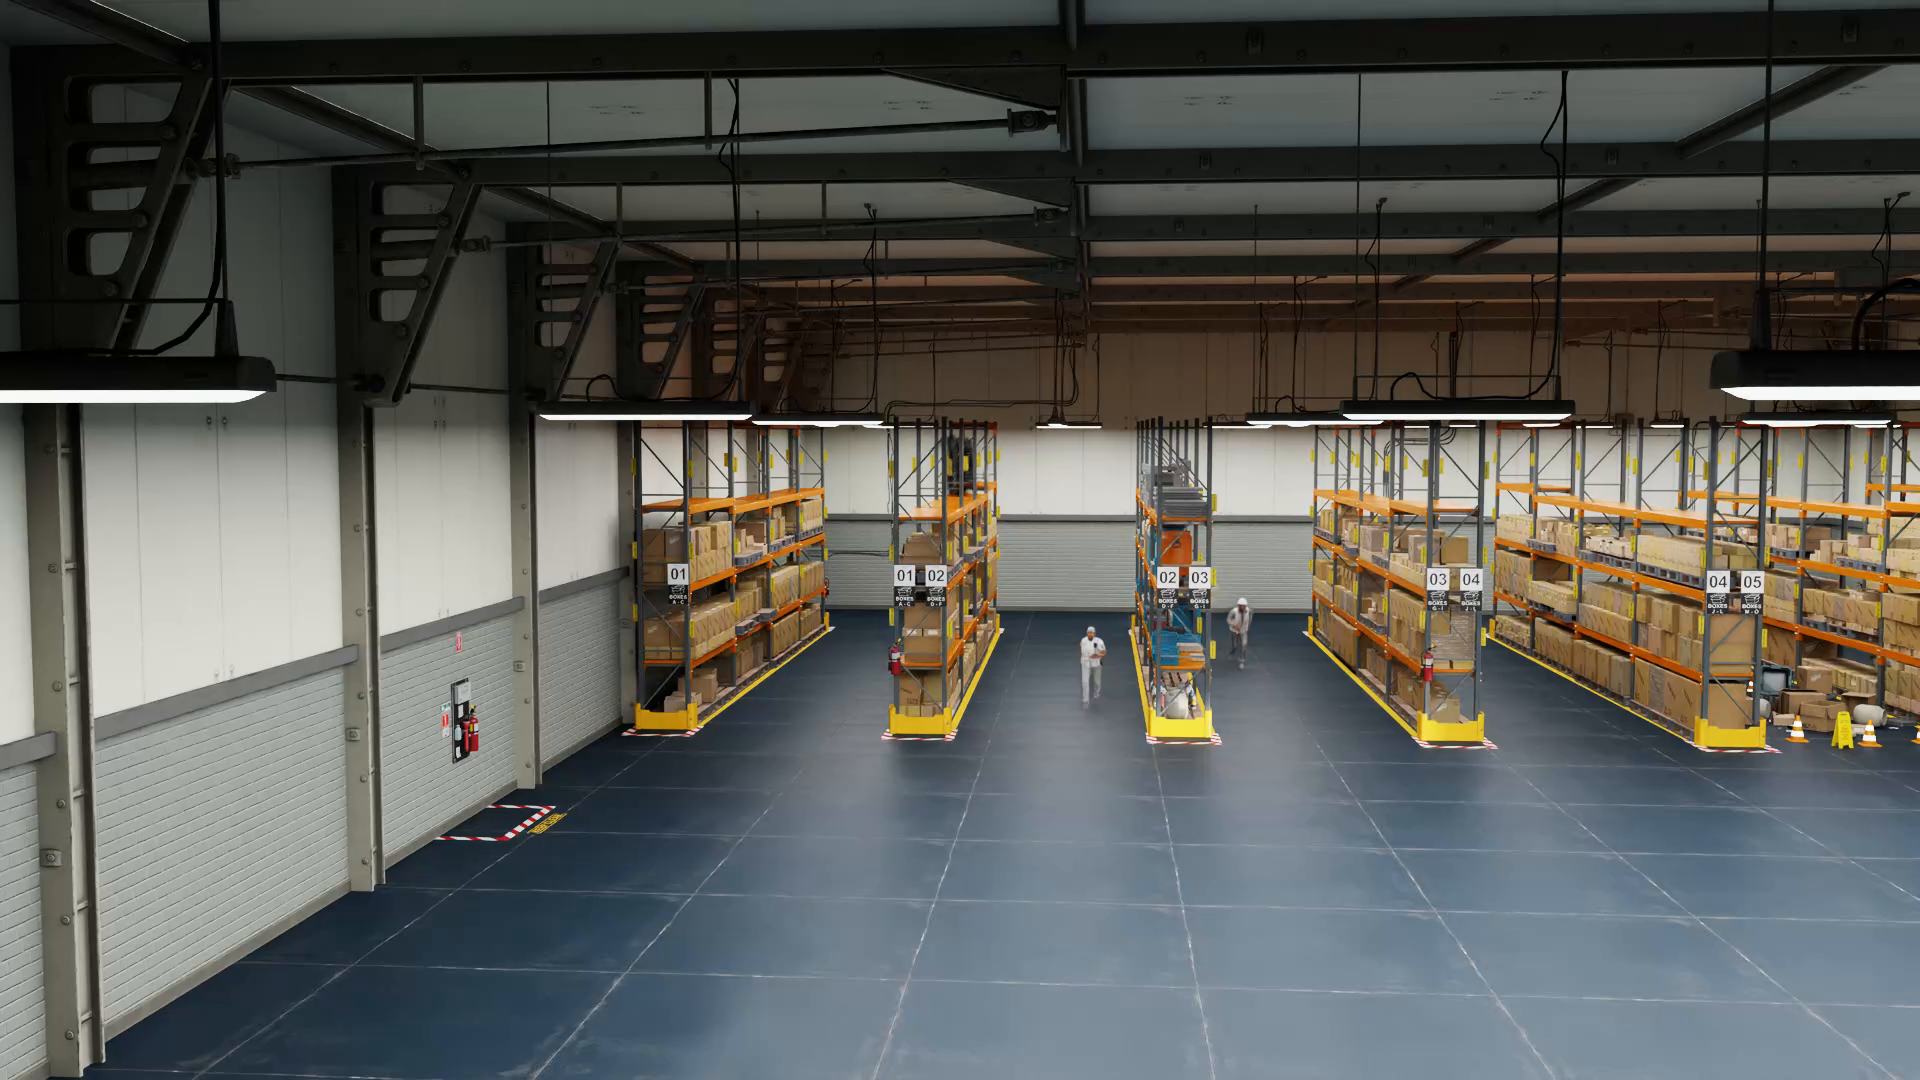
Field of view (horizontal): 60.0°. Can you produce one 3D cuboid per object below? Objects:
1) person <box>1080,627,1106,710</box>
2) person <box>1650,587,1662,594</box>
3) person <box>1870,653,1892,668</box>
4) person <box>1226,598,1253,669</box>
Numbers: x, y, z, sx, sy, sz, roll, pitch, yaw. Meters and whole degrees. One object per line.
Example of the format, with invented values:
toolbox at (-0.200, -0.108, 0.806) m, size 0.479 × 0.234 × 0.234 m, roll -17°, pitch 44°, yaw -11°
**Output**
person at (2.774, 2.653, 34.676) m, size 0.561 × 1.711 × 1.029 m, roll 1°, pitch 4°, yaw 9°
person at (19.790, 1.840, 47.252) m, size 0.540 × 1.580 × 0.596 m, roll 0°, pitch 4°, yaw 4°
person at (21.180, 2.381, 38.162) m, size 0.672 × 1.790 × 0.814 m, roll 0°, pitch 4°, yaw 0°
person at (6.780, 2.247, 40.568) m, size 0.696 × 1.731 × 1.045 m, roll -1°, pitch 4°, yaw -13°
